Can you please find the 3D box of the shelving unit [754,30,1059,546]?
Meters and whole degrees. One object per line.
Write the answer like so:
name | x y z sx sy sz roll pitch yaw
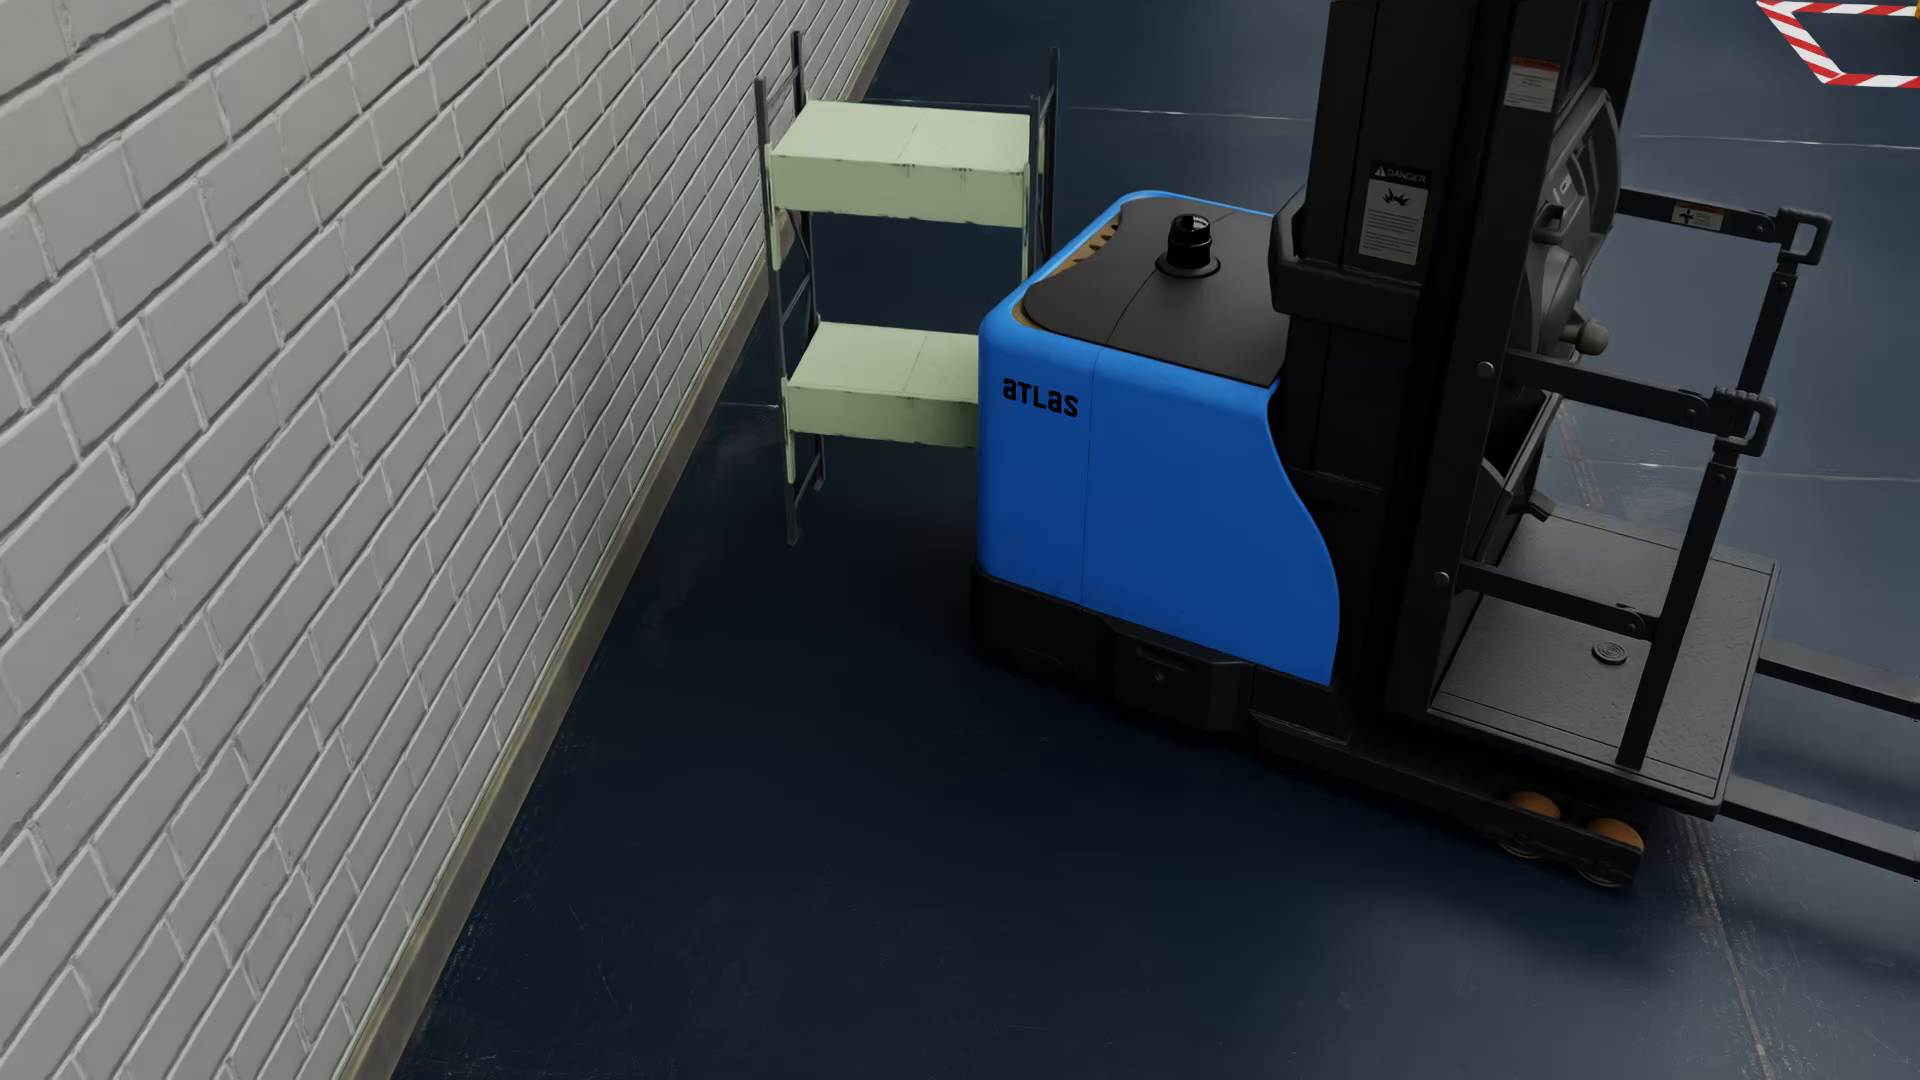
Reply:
shelving unit | -0.134 -0.669 4.896 0.755 1.500 0.431 6 36 9

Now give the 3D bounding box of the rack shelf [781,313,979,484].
rack shelf | -0.134 -0.403 5.085 0.720 0.370 0.431 6 36 9

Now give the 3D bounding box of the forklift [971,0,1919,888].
forklift | 1.573 -0.702 3.711 3.031 2.935 1.130 18 39 23

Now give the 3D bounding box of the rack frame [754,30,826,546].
rack frame | -0.494 -0.707 4.950 0.023 1.500 0.400 6 36 9

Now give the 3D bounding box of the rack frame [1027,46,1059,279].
rack frame | 0.226 -0.630 4.842 0.023 1.500 0.400 6 36 9

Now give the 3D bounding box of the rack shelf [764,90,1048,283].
rack shelf | -0.134 -0.986 4.669 0.720 0.370 0.431 6 36 9

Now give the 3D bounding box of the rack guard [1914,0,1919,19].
rack guard | 5.503 -2.855 8.820 0.348 0.500 1.175 4 36 6
